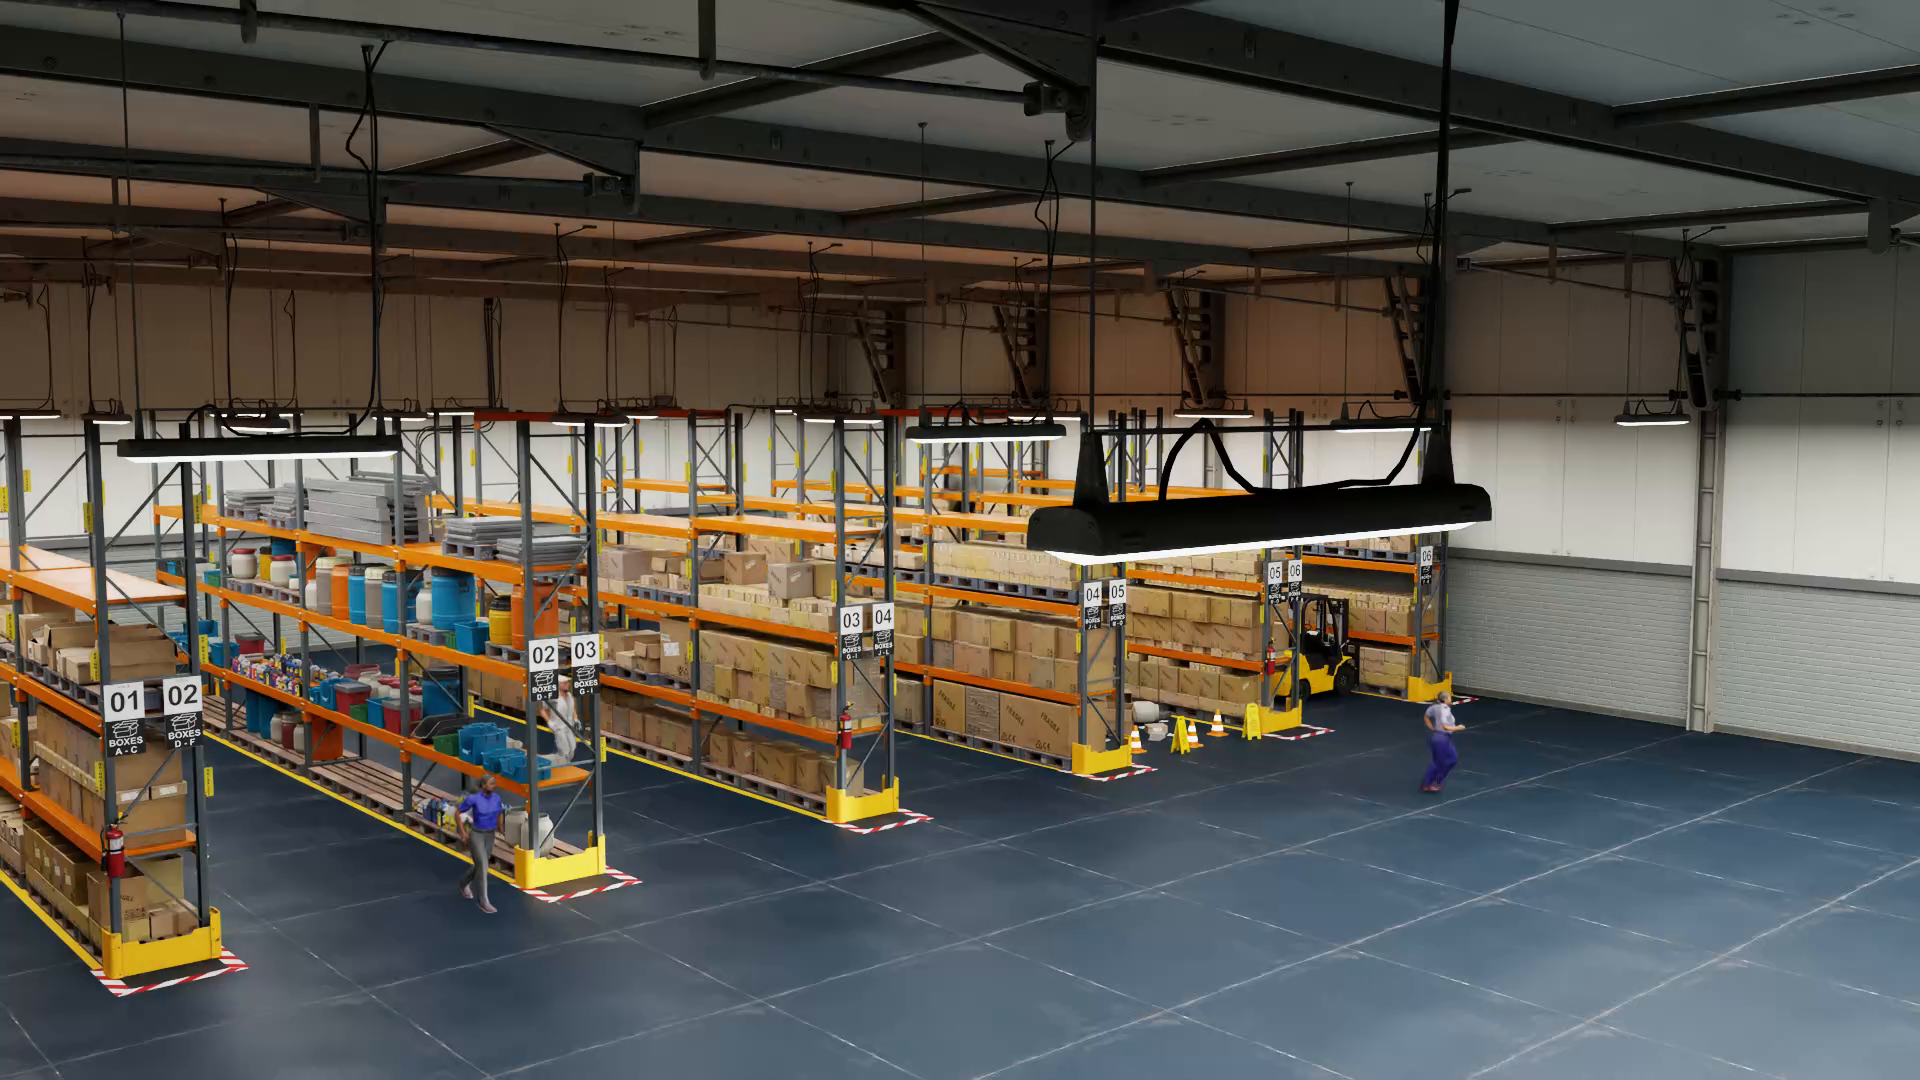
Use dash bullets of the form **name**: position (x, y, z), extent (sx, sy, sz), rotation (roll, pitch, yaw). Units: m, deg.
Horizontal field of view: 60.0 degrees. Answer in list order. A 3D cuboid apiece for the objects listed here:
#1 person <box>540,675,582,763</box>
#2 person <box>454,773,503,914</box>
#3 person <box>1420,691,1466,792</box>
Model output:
- **person**: position (-6.494, 3.081, 27.145), extent (0.549, 1.747, 0.658), rotation (4, 6, 38)
- **person**: position (-5.922, 3.700, 20.556), extent (0.873, 1.640, 0.602), rotation (3, 6, 35)
- **person**: position (7.660, 3.215, 26.369), extent (0.668, 1.661, 0.575), rotation (1, 5, 6)
